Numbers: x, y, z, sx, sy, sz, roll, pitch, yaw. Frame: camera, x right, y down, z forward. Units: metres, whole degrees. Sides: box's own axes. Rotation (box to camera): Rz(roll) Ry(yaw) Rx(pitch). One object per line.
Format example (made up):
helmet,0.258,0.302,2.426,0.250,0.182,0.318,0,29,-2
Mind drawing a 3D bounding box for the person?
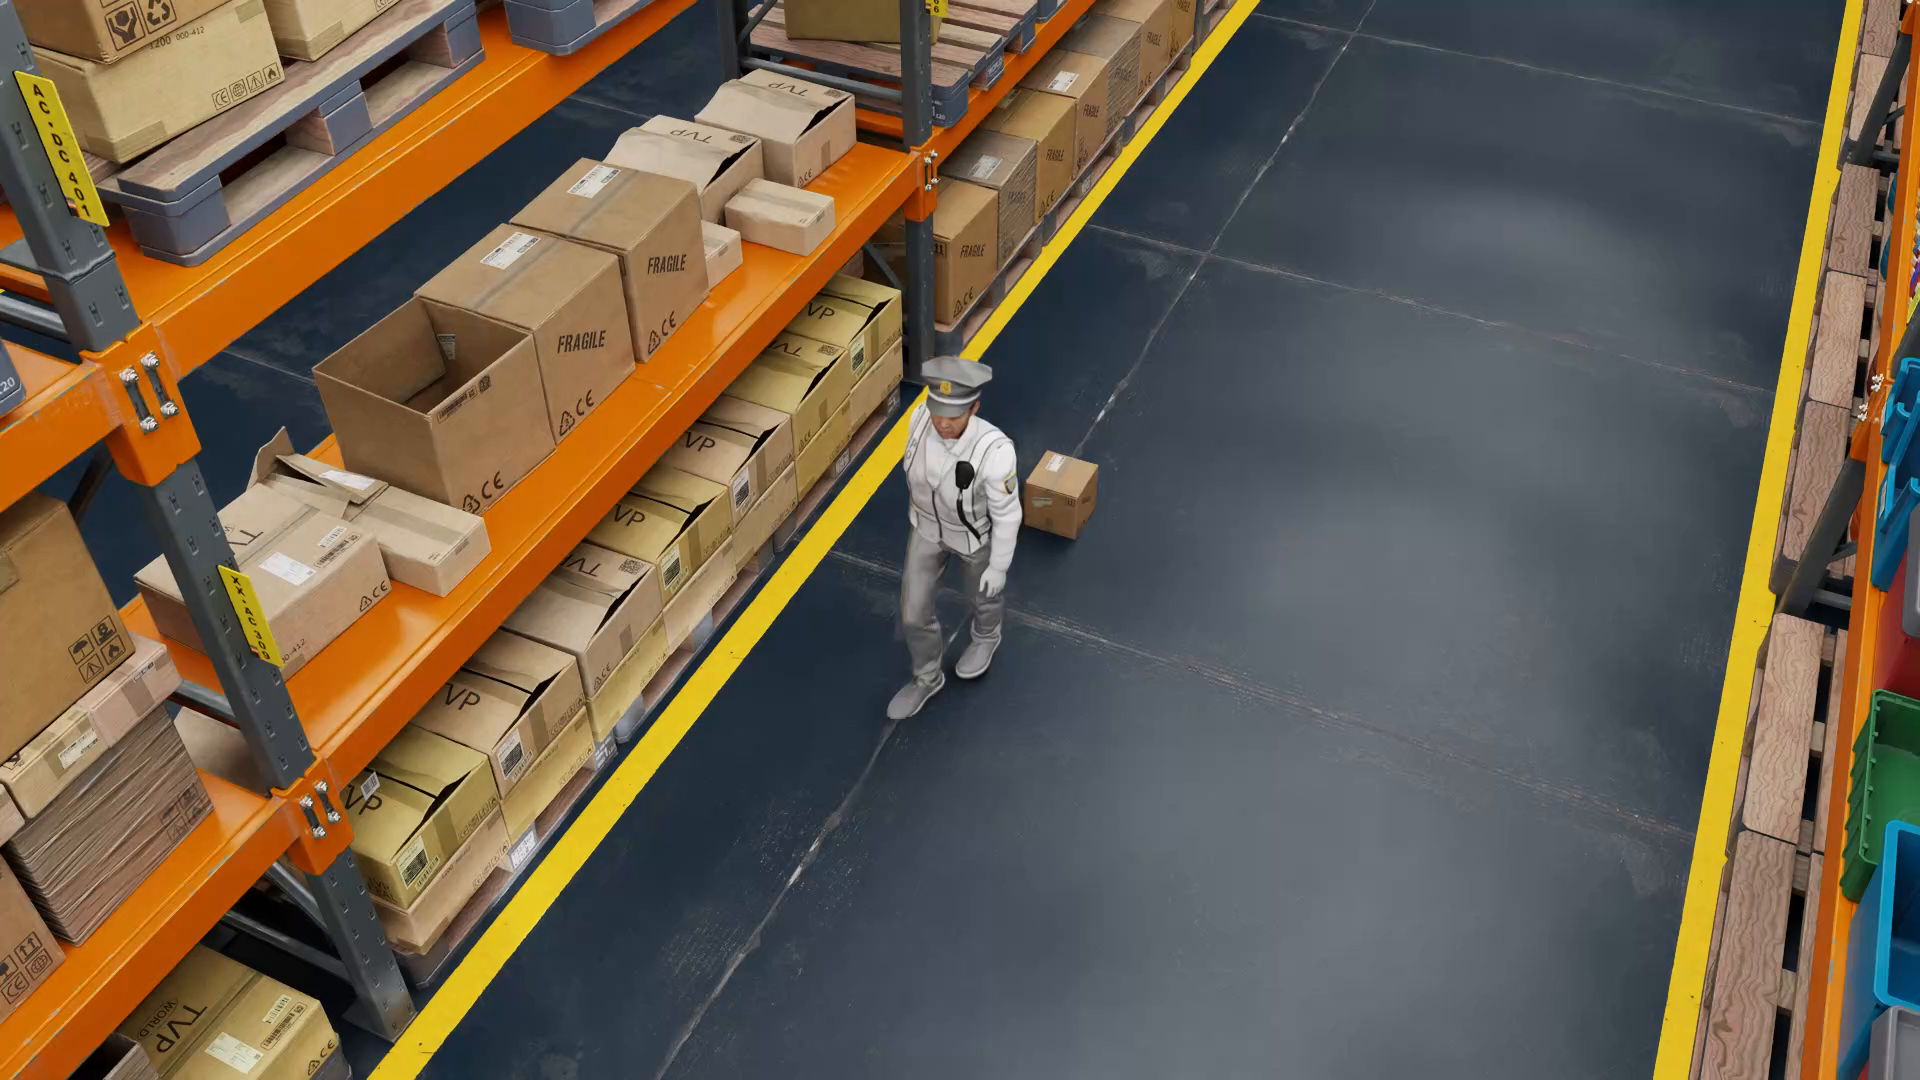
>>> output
person,0.018,-0.016,6.184,0.508,1.715,0.577,19,46,20
